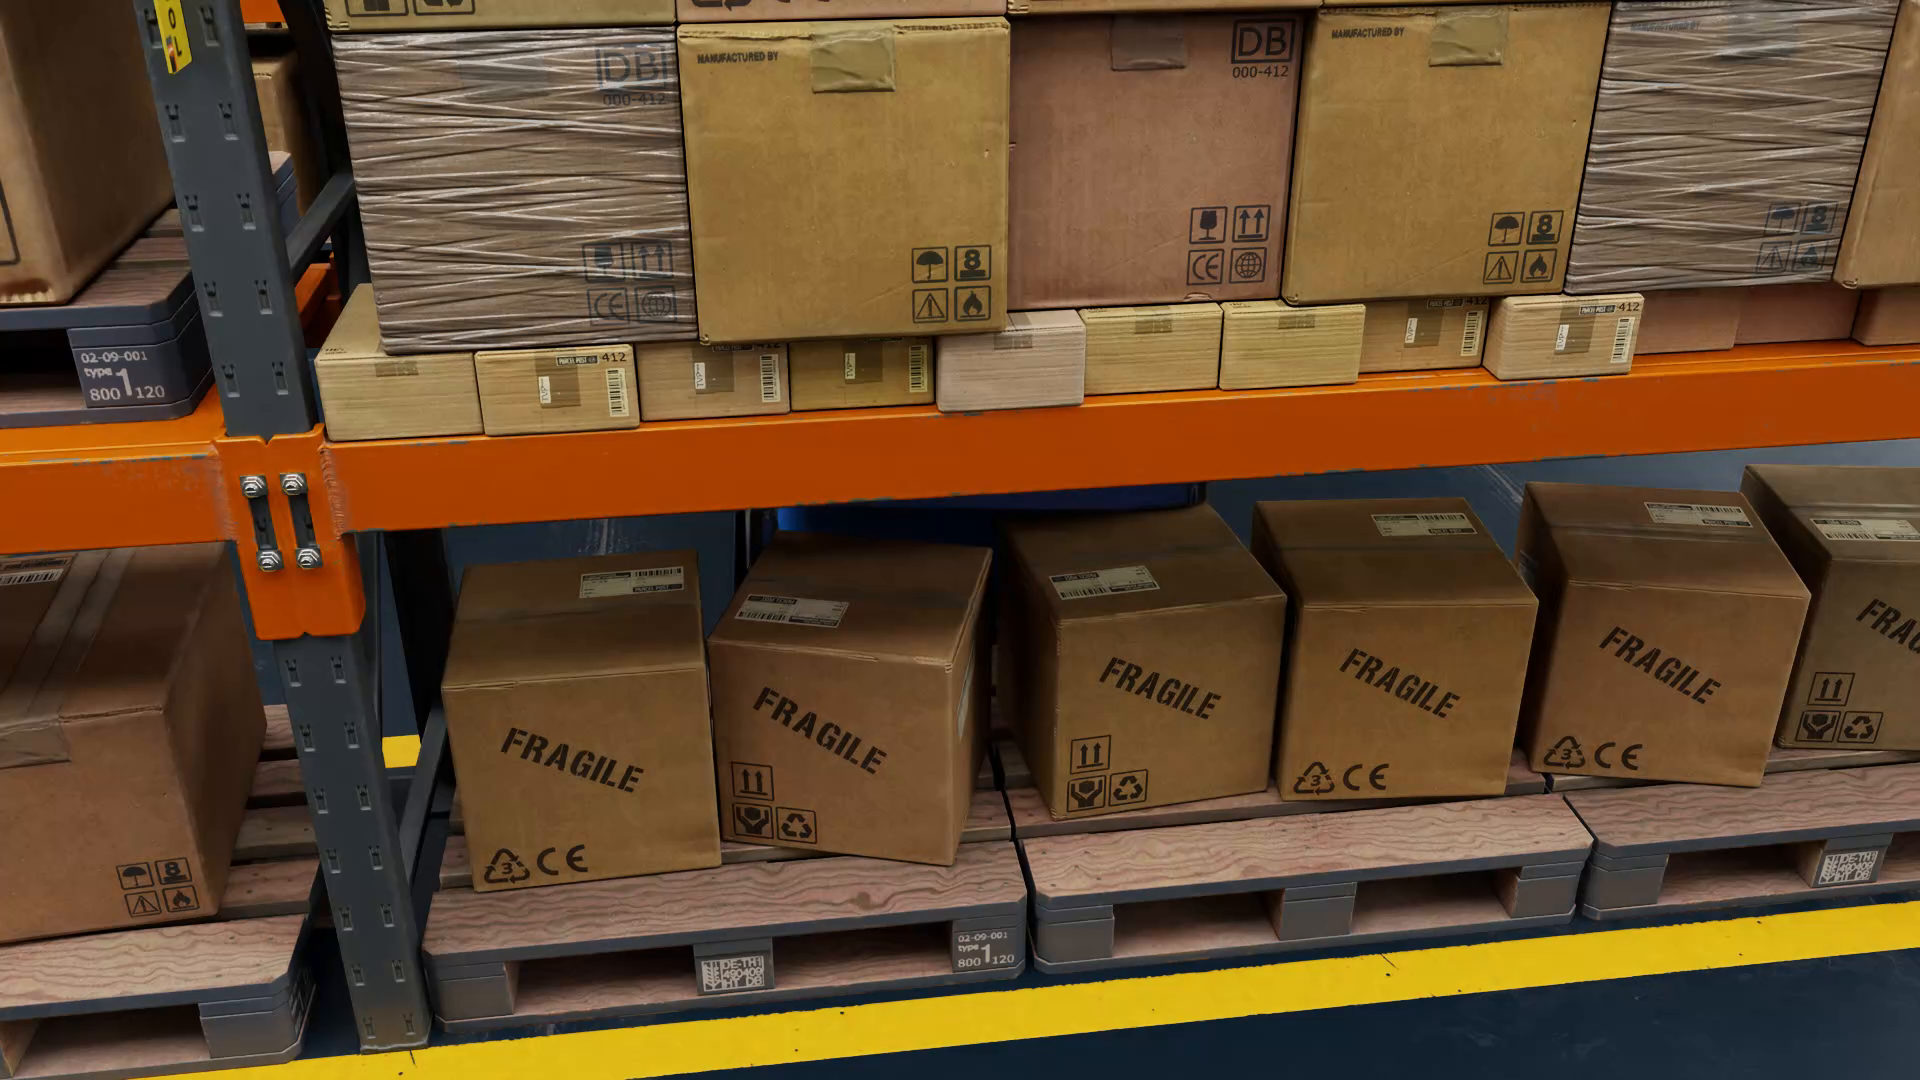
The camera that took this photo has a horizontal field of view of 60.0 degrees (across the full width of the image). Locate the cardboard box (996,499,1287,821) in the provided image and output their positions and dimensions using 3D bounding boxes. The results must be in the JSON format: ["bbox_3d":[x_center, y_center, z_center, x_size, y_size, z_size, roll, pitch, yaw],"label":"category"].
[{"bbox_3d":[0.386,0.253,3.749,0.500,0.500,0.500,-6,28,-12],"label":"cardboard box"}]

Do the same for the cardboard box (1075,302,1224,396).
[{"bbox_3d":[0.304,-0.407,3.032,0.250,0.149,0.380,-4,27,-7],"label":"cardboard box"}]

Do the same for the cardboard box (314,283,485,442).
[{"bbox_3d":[-0.930,-0.316,2.855,0.250,0.149,0.380,-4,27,-7],"label":"cardboard box"}]

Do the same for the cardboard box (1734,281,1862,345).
[{"bbox_3d":[1.531,-0.520,3.253,0.250,0.149,0.380,-4,27,-7],"label":"cardboard box"}]

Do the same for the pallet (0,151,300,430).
[{"bbox_3d":[-1.962,-0.482,3.113,1.213,0.211,1.003,-4,27,-7],"label":"pallet"}]

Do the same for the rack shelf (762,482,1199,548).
[{"bbox_3d":[0.006,-0.131,3.993,1.000,0.185,0.538,0,14,-12],"label":"rack shelf"}]

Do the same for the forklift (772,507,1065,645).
[{"bbox_3d":[-0.030,-1.589,5.136,1.130,2.935,3.031,-1,27,-2],"label":"forklift"}]

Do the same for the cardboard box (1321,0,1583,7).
[{"bbox_3d":[0.779,-1.186,2.745,0.500,0.500,0.500,-4,27,-7],"label":"cardboard box"}]

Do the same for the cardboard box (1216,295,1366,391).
[{"bbox_3d":[0.553,-0.417,3.053,0.250,0.149,0.380,-4,27,-7],"label":"cardboard box"}]

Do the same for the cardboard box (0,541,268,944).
[{"bbox_3d":[-1.796,0.396,3.449,0.500,0.500,0.700,-6,28,-11],"label":"cardboard box"}]

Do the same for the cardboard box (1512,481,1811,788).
[{"bbox_3d":[1.568,0.207,3.840,0.500,0.500,0.500,3,27,6],"label":"cardboard box"}]

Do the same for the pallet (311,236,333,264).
[{"bbox_3d":[-2.530,-1.475,7.893,1.213,0.211,1.003,-4,27,-7],"label":"pallet"}]

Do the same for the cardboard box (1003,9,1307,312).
[{"bbox_3d":[0.250,-0.821,3.128,0.500,0.500,0.875,-4,27,-7],"label":"cardboard box"}]

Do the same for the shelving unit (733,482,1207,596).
[{"bbox_3d":[0.016,-0.305,3.951,1.048,1.500,0.538,0,14,-12],"label":"shelving unit"}]

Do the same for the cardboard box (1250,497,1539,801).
[{"bbox_3d":[0.945,0.238,3.779,0.500,0.500,0.500,-1,27,-2],"label":"cardboard box"}]

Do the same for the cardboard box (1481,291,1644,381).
[{"bbox_3d":[1.052,-0.438,3.094,0.250,0.149,0.380,-4,27,-7],"label":"cardboard box"}]

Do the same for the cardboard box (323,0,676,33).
[{"bbox_3d":[-0.704,-1.085,2.549,0.500,0.500,0.500,-4,27,-7],"label":"cardboard box"}]

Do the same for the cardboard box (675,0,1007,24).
[{"bbox_3d":[-0.209,-1.118,2.612,0.500,0.500,0.500,-4,27,-7],"label":"cardboard box"}]

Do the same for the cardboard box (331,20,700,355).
[{"bbox_3d":[-0.731,-0.727,2.947,0.500,0.500,0.875,-4,27,-7],"label":"cardboard box"}]

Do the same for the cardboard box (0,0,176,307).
[{"bbox_3d":[-1.991,-1.016,2.828,1.000,1.000,1.000,-3,27,-7],"label":"cardboard box"}]

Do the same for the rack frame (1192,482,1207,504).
[{"bbox_3d":[0.513,-0.303,4.057,0.032,1.500,0.500,0,14,-12],"label":"rack frame"}]

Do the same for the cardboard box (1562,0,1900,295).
[{"bbox_3d":[1.248,-0.860,3.206,0.500,0.500,0.875,-4,27,-7],"label":"cardboard box"}]

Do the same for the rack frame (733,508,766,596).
[{"bbox_3d":[-0.481,-0.307,3.845,0.032,1.500,0.500,0,14,-12],"label":"rack frame"}]

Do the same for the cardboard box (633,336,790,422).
[{"bbox_3d":[-0.437,-0.354,2.930,0.250,0.149,0.380,-4,27,-7],"label":"cardboard box"}]

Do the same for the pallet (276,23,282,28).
[{"bbox_3d":[-4.547,-3.660,12.152,1.213,0.211,1.003,-4,27,-7],"label":"pallet"}]

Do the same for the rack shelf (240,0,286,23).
[{"bbox_3d":[-3.757,-2.351,7.335,4.000,0.370,1.077,-4,27,-7],"label":"rack shelf"}]

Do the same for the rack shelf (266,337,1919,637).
[{"bbox_3d":[0.795,-0.357,3.448,4.000,0.370,1.077,-4,27,-7],"label":"rack shelf"}]

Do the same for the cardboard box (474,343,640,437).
[{"bbox_3d":[-0.681,-0.326,2.875,0.250,0.149,0.380,-4,27,-7],"label":"cardboard box"}]

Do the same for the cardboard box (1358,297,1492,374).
[{"bbox_3d":[0.794,-0.454,3.124,0.250,0.149,0.380,-4,27,-7],"label":"cardboard box"}]

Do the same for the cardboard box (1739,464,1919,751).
[{"bbox_3d":[2.155,0.153,3.944,0.500,0.500,0.500,1,27,2],"label":"cardboard box"}]

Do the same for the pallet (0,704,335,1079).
[{"bbox_3d":[-1.956,0.741,3.575,1.213,0.211,1.003,-4,27,-7],"label":"pallet"}]

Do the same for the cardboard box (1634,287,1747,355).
[{"bbox_3d":[1.287,-0.494,3.203,0.250,0.149,0.380,-4,27,-7],"label":"cardboard box"}]

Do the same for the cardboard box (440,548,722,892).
[{"bbox_3d":[-0.784,0.368,3.525,0.500,0.500,0.500,-4,28,-9],"label":"cardboard box"}]

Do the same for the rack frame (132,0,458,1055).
[{"bbox_3d":[-1.185,-0.550,3.036,0.127,3.000,1.000,-4,27,-7],"label":"rack frame"}]

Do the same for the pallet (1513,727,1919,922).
[{"bbox_3d":[1.891,0.477,4.090,1.213,0.211,1.003,-4,27,-7],"label":"pallet"}]

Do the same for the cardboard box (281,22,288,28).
[{"bbox_3d":[-4.485,-3.921,12.024,0.625,0.372,0.950,-3,27,-5],"label":"cardboard box"}]

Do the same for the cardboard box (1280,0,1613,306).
[{"bbox_3d":[0.751,-0.834,3.154,0.500,0.500,0.875,-4,27,-7],"label":"cardboard box"}]

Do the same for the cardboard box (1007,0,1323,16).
[{"bbox_3d":[0.286,-1.149,2.674,0.500,0.500,0.500,-4,27,-7],"label":"cardboard box"}]

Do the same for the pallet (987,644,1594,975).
[{"bbox_3d":[0.686,0.553,3.941,1.213,0.211,1.003,-4,27,-7],"label":"pallet"}]

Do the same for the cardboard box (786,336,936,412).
[{"bbox_3d":[-0.191,-0.375,2.969,0.250,0.149,0.380,-4,27,-7],"label":"cardboard box"}]

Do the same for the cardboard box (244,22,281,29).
[{"bbox_3d":[-5.236,-3.875,11.935,0.625,0.372,0.950,-4,27,-8],"label":"cardboard box"}]

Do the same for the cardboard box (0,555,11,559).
[{"bbox_3d":[-2.271,0.418,3.407,0.500,0.500,0.700,-4,27,-7],"label":"cardboard box"}]

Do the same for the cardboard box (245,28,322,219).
[{"bbox_3d":[-3.334,-1.845,7.564,0.750,0.750,1.050,-4,27,-7],"label":"cardboard box"}]

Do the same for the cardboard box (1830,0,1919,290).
[{"bbox_3d":[1.749,-0.873,3.230,0.500,0.500,0.875,-4,27,-7],"label":"cardboard box"}]

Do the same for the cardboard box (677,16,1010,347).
[{"bbox_3d":[-0.231,-0.743,2.978,0.500,0.500,0.875,-4,27,-7],"label":"cardboard box"}]

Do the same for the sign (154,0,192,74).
[{"bbox_3d":[-1.104,-0.814,2.283,0.005,0.325,0.100,-4,27,-7],"label":"sign"}]

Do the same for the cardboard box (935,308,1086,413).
[{"bbox_3d":[0.062,-0.372,2.964,0.250,0.149,0.380,-4,27,-7],"label":"cardboard box"}]

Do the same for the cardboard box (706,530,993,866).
[{"bbox_3d":[-0.217,0.328,3.603,0.500,0.500,0.500,5,28,9],"label":"cardboard box"}]

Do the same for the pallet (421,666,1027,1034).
[{"bbox_3d":[-0.525,0.632,3.787,1.213,0.211,1.003,-4,27,-7],"label":"pallet"}]

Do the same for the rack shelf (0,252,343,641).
[{"bbox_3d":[-3.166,-0.103,2.952,4.000,0.370,1.077,-4,27,-7],"label":"rack shelf"}]

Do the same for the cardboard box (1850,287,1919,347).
[{"bbox_3d":[1.785,-0.517,3.248,0.250,0.149,0.380,-4,27,-7],"label":"cardboard box"}]
